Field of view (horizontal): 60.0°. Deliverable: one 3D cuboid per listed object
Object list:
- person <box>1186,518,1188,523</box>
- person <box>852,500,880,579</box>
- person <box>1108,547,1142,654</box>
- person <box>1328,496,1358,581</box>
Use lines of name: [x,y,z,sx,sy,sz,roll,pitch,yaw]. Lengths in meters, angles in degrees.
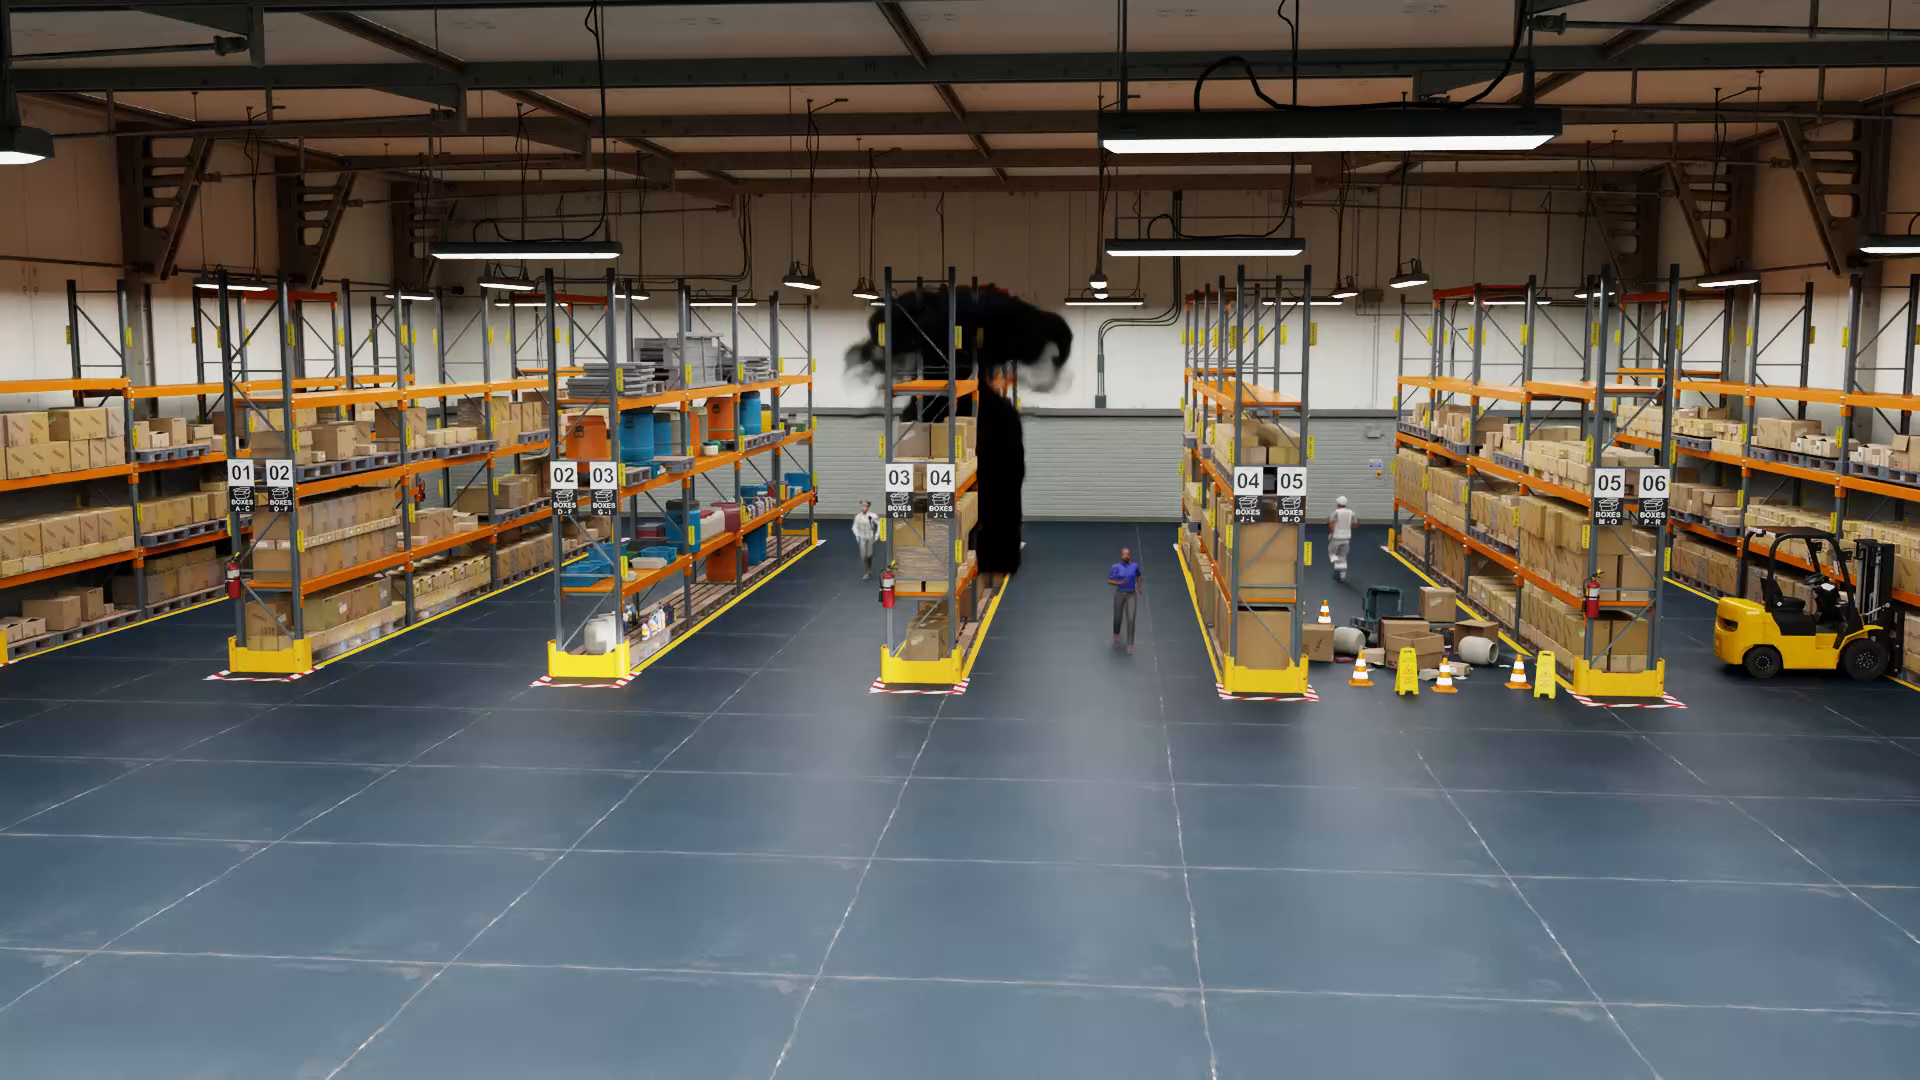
person: [5.741,-0.778,40.791,0.828,1.773,0.722,2,7,16]
person: [-1.948,-0.012,34.567,0.629,1.659,0.514,1,7,8]
person: [2.648,0.932,26.632,0.575,1.645,0.919,0,7,-1]
person: [7.861,-0.043,34.364,0.659,1.744,0.578,-1,7,-7]
